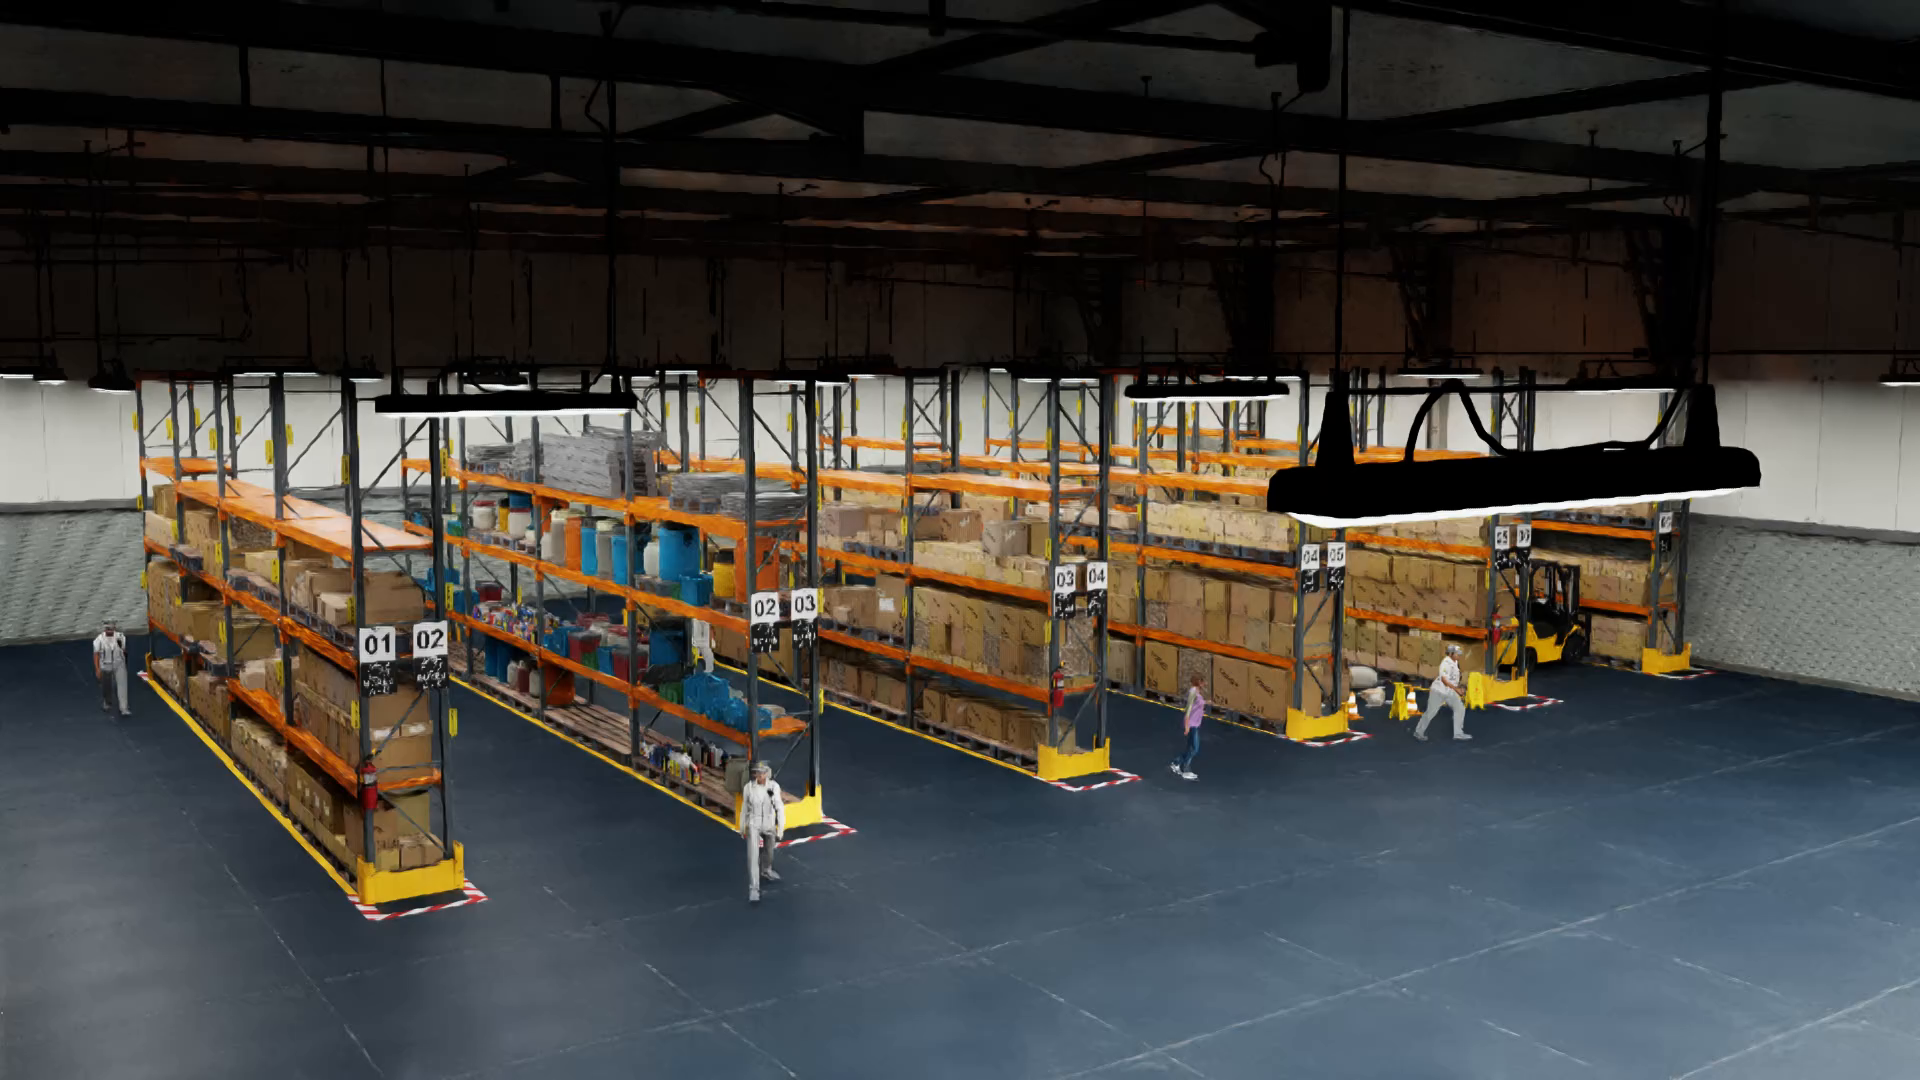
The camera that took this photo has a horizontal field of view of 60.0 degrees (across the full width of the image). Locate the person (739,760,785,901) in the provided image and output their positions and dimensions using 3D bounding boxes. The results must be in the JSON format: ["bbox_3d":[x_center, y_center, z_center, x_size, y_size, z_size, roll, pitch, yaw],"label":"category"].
[{"bbox_3d":[-2.321,3.330,19.501,0.517,1.613,0.938,-2,7,-13],"label":"person"}]

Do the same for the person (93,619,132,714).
[{"bbox_3d":[-14.847,2.198,29.086,0.544,1.672,1.111,-4,8,-31],"label":"person"}]

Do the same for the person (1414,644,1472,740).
[{"bbox_3d":[7.899,2.471,27.161,0.824,1.591,0.655,5,8,39],"label":"person"}]

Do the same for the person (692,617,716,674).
[{"bbox_3d":[-4.829,1.972,31.011,0.711,1.751,0.680,-4,7,-29],"label":"person"}]

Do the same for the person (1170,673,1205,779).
[{"bbox_3d":[3.387,2.759,24.707,0.476,1.590,0.477,2,7,17],"label":"person"}]
